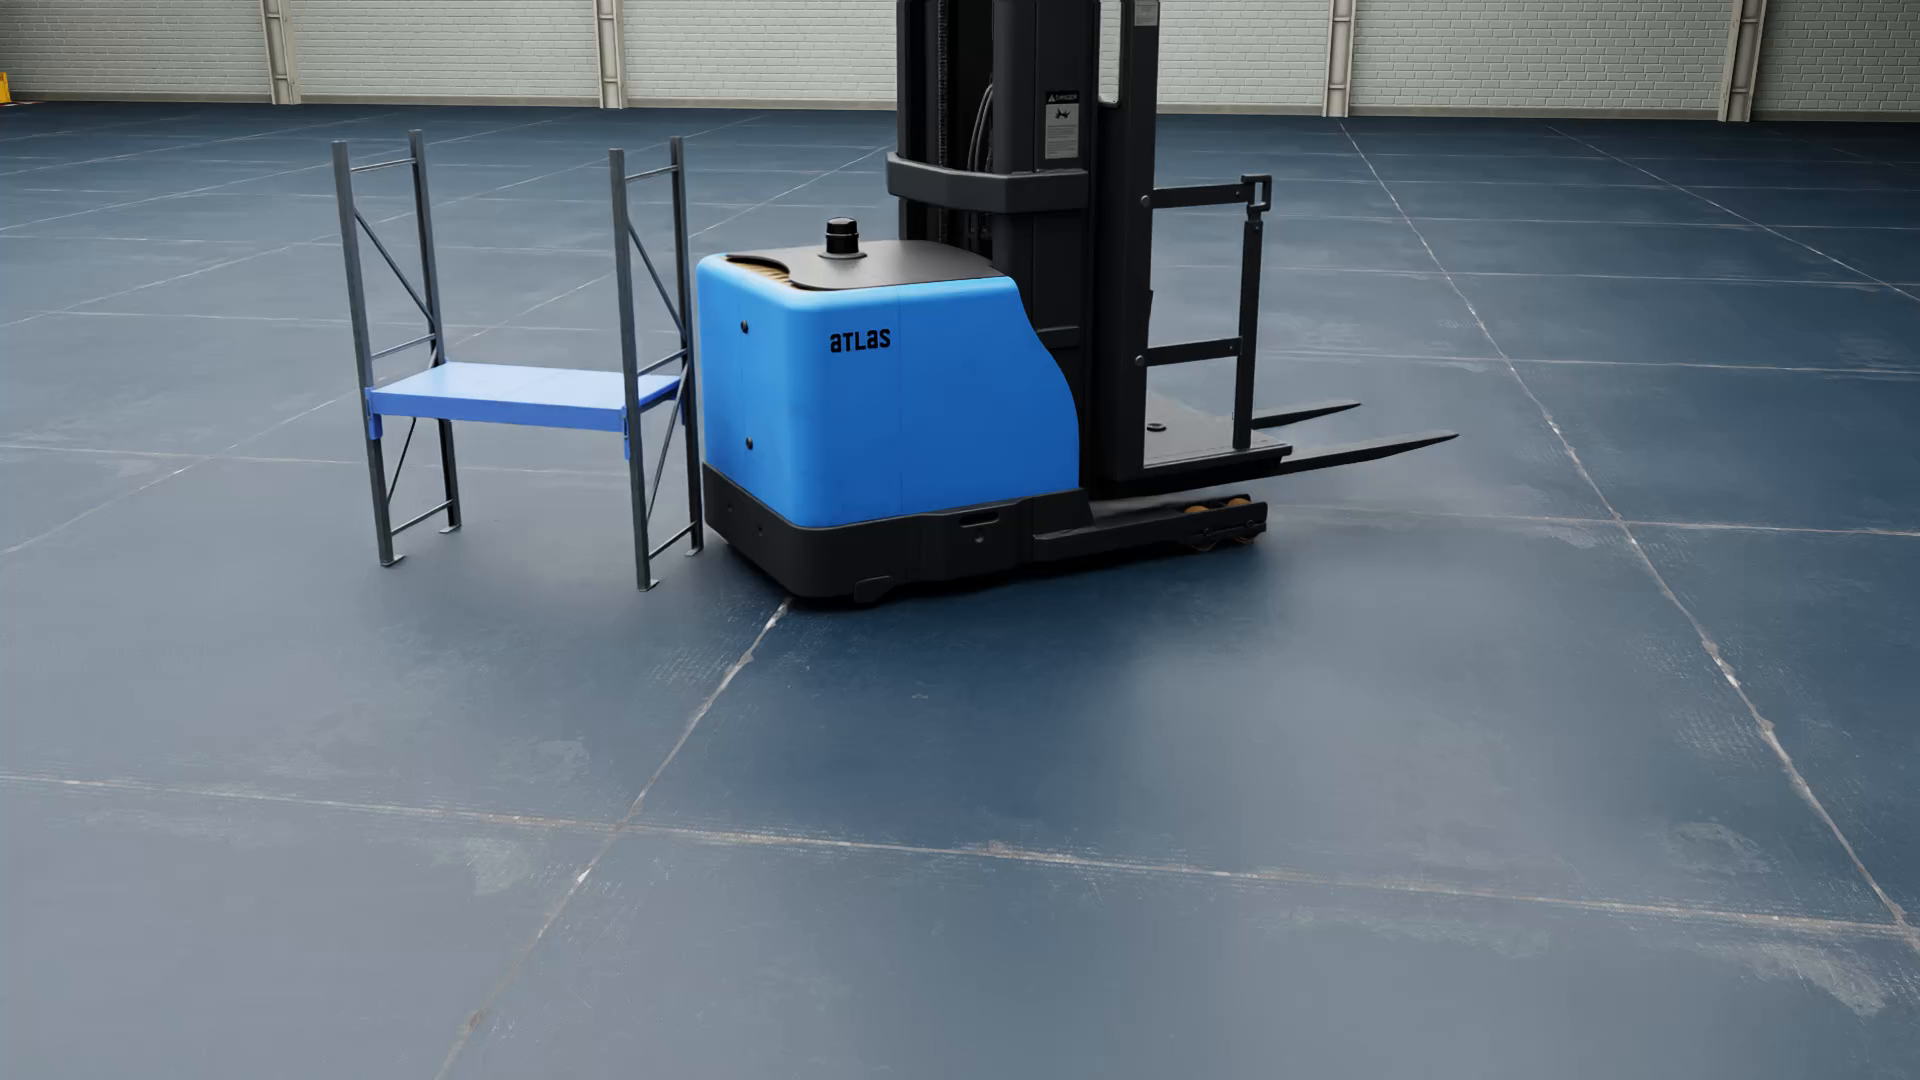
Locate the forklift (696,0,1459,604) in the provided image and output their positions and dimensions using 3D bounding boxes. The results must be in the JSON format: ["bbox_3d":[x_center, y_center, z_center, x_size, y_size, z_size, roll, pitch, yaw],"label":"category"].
[{"bbox_3d":[0.581,-1.488,6.131,3.031,2.935,1.130,-9,21,-26],"label":"forklift"}]

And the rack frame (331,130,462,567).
[{"bbox_3d":[-2.018,-0.691,6.006,0.032,1.500,0.500,5,19,15],"label":"rack frame"}]

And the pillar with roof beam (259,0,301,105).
[{"bbox_3d":[-12.487,-10.576,23.729,0.400,9.000,9.100,3,19,9],"label":"pillar with roof beam"}]

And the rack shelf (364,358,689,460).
[{"bbox_3d":[-1.527,-0.478,5.936,1.000,0.185,0.538,5,19,15],"label":"rack shelf"}]

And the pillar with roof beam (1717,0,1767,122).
[{"bbox_3d":[11.209,-9.368,20.119,0.400,9.000,9.100,3,19,9],"label":"pillar with roof beam"}]

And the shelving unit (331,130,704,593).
[{"bbox_3d":[-1.527,-0.649,5.879,1.048,1.500,0.538,5,19,15],"label":"shelving unit"}]

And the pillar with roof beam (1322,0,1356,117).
[{"bbox_3d":[5.285,-9.670,21.021,0.400,9.000,9.100,3,19,9],"label":"pillar with roof beam"}]

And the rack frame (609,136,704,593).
[{"bbox_3d":[-1.037,-0.606,5.751,0.032,1.500,0.500,5,19,15],"label":"rack frame"}]

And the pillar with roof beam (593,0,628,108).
[{"bbox_3d":[-6.563,-10.274,22.826,0.400,9.000,9.100,3,19,9],"label":"pillar with roof beam"}]

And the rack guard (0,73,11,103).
[{"bbox_3d":[-17.160,-7.877,29.058,0.348,0.500,1.175,3,19,9],"label":"rack guard"}]
